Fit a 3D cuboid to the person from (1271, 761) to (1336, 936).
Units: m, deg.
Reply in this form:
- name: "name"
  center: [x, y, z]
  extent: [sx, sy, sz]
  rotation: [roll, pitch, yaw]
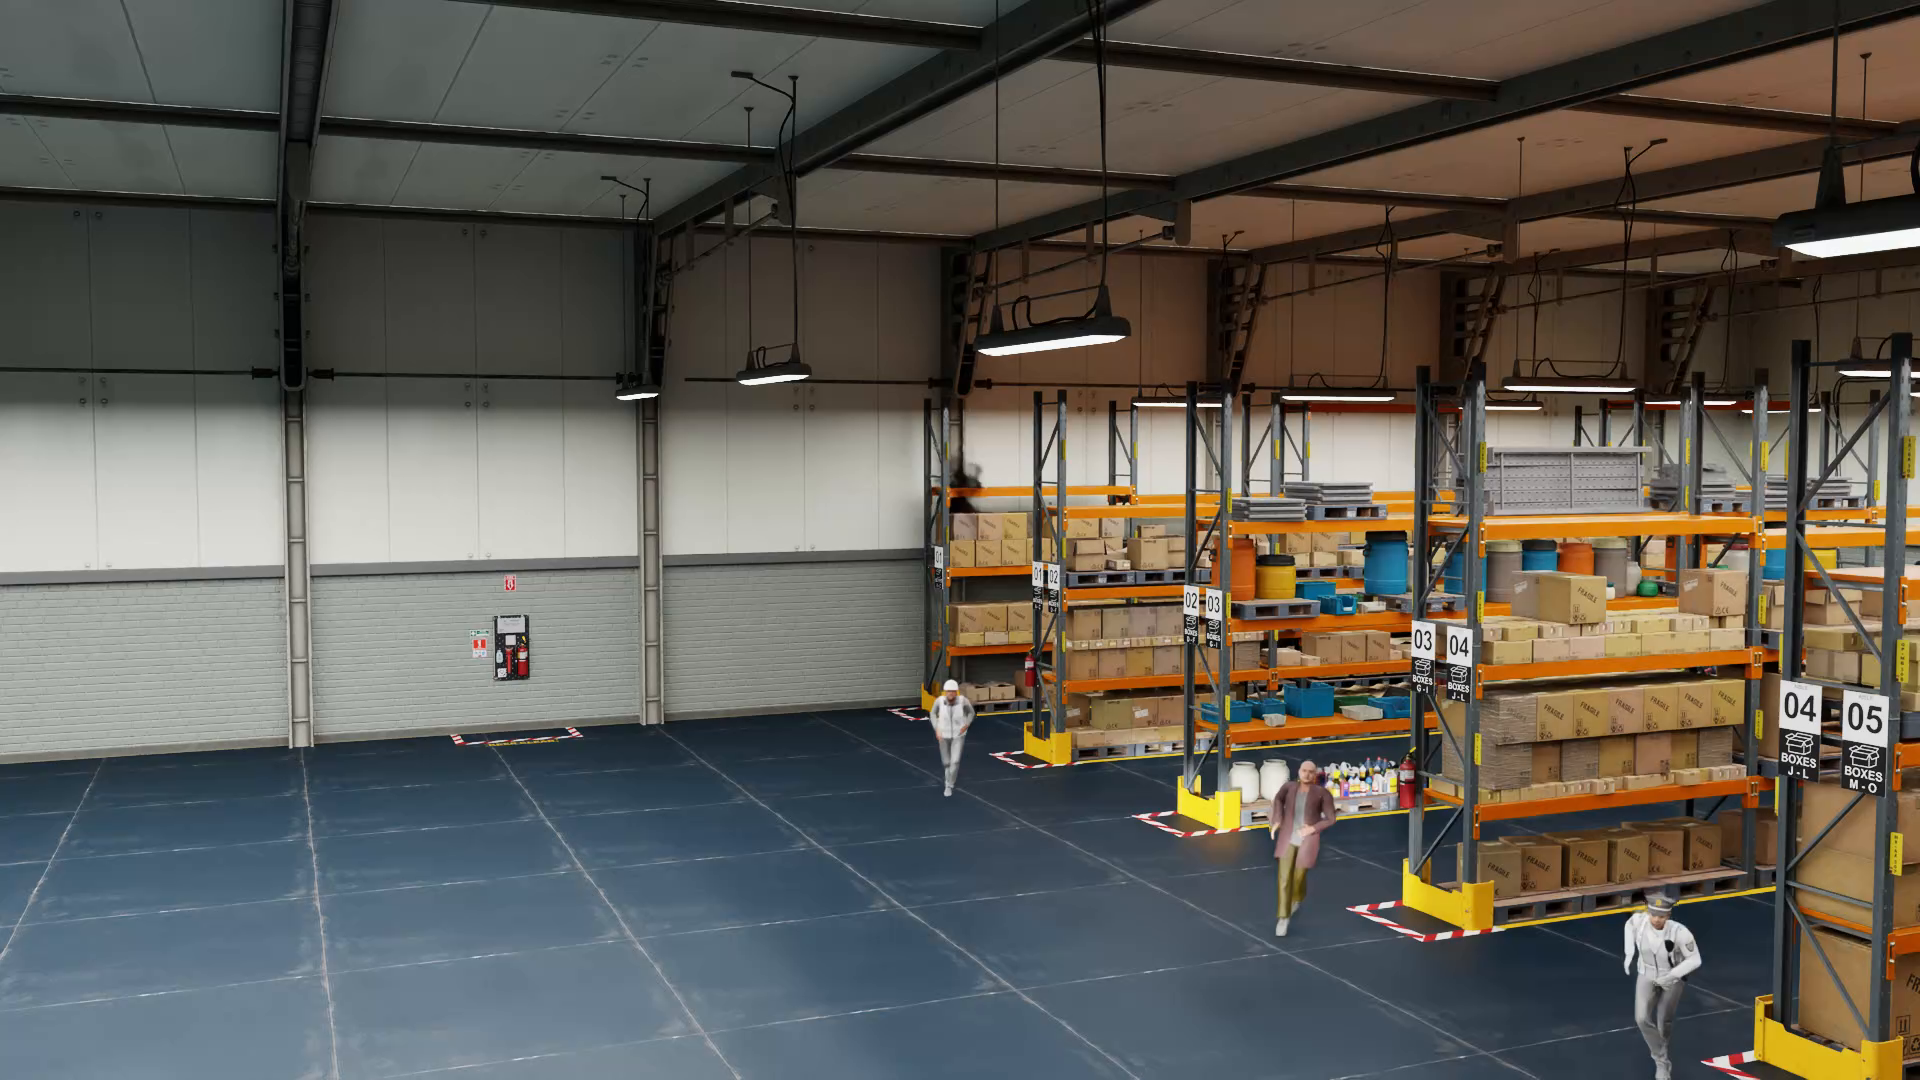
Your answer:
- name: "person"
  center: [3.637, 3.233, 17.700]
  extent: [0.715, 1.769, 1.021]
  rotation: [1, 4, 23]

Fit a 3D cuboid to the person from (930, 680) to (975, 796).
- name: "person"
  center: [-0.113, 2.889, 24.588]
  extent: [0.660, 1.735, 0.920]
  rotation: [0, 3, -2]

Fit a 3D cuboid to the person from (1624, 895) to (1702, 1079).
- name: "person"
  center: [5.775, 3.605, 13.642]
  extent: [0.625, 1.559, 0.930]
  rotation: [2, 4, 34]
